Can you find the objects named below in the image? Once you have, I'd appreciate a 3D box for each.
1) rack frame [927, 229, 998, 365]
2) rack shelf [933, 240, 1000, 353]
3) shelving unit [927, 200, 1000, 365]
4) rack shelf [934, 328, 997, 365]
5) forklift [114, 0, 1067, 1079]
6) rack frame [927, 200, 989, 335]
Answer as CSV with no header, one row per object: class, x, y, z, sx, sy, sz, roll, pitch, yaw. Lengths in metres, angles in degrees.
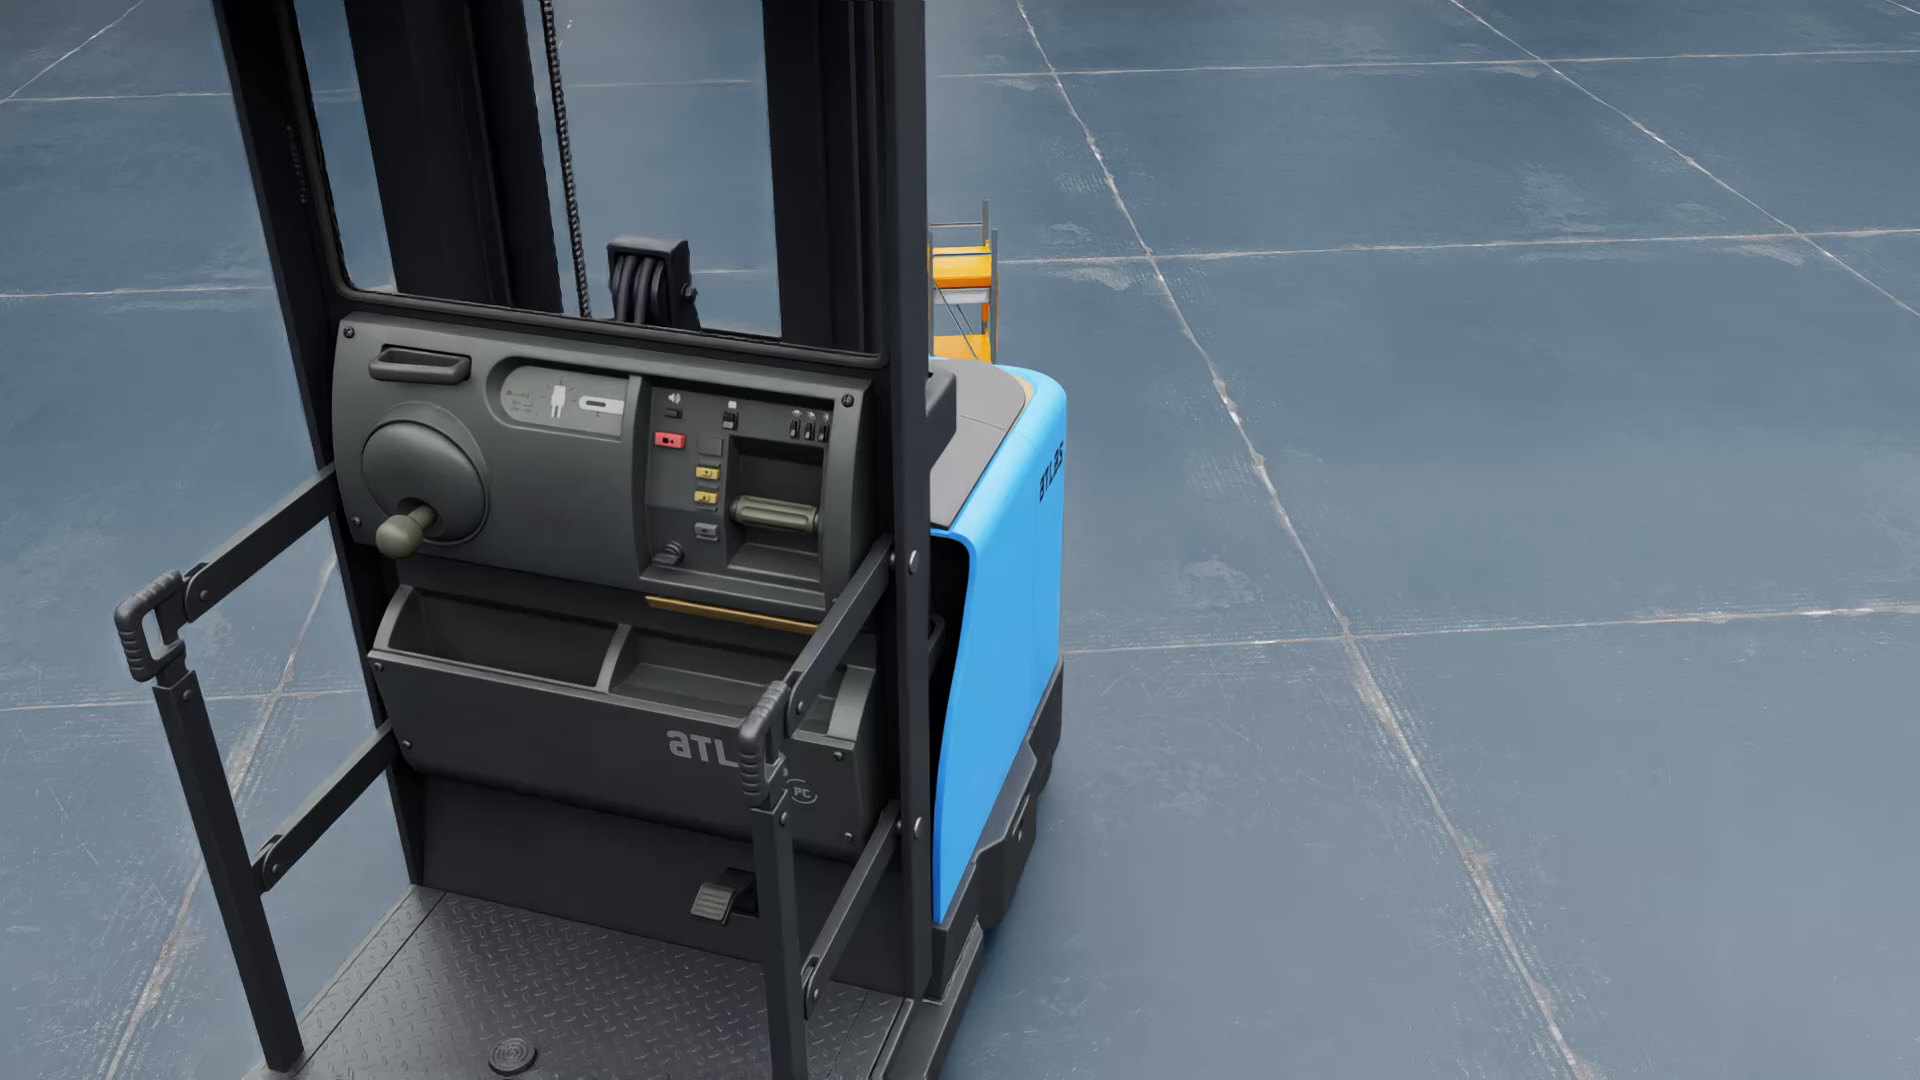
rack frame,0.006,-0.416,4.922,0.200,1.050,0.008,-3,31,-5
rack shelf,-0.005,-0.713,4.886,0.215,0.259,0.240,-3,31,-5
shelving unit,-0.005,-0.478,5.027,0.215,1.050,0.252,-3,31,-5
rack shelf,-0.005,-0.469,5.032,0.215,0.259,0.240,-3,31,-5
forklift,-0.660,-0.072,2.512,1.130,2.935,3.031,9,32,15
rack frame,-0.016,-0.540,5.131,0.200,1.050,0.008,-3,31,-5
